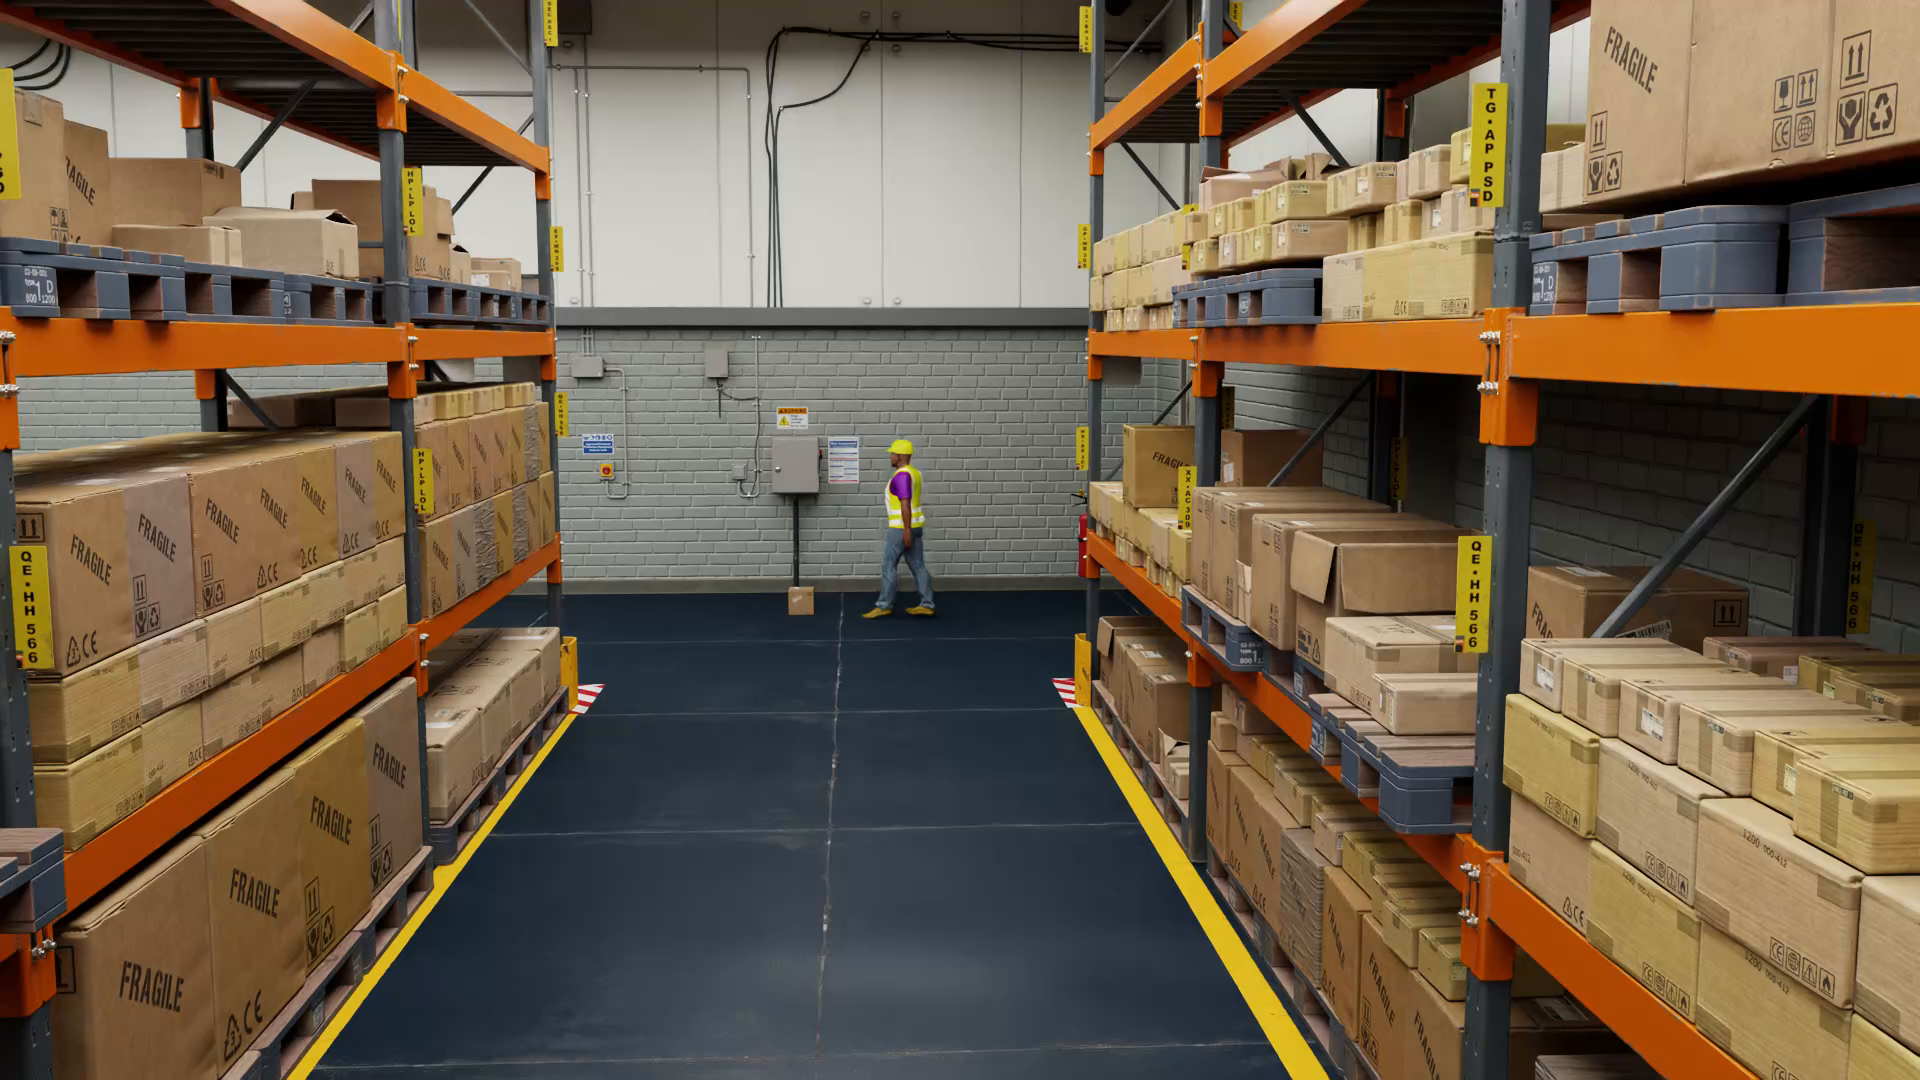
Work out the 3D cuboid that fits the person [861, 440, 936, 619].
[{"bbox_3d":[-0.573,-0.107,16.539,0.722,1.782,0.582,3,7,21],"label":"person"}]
